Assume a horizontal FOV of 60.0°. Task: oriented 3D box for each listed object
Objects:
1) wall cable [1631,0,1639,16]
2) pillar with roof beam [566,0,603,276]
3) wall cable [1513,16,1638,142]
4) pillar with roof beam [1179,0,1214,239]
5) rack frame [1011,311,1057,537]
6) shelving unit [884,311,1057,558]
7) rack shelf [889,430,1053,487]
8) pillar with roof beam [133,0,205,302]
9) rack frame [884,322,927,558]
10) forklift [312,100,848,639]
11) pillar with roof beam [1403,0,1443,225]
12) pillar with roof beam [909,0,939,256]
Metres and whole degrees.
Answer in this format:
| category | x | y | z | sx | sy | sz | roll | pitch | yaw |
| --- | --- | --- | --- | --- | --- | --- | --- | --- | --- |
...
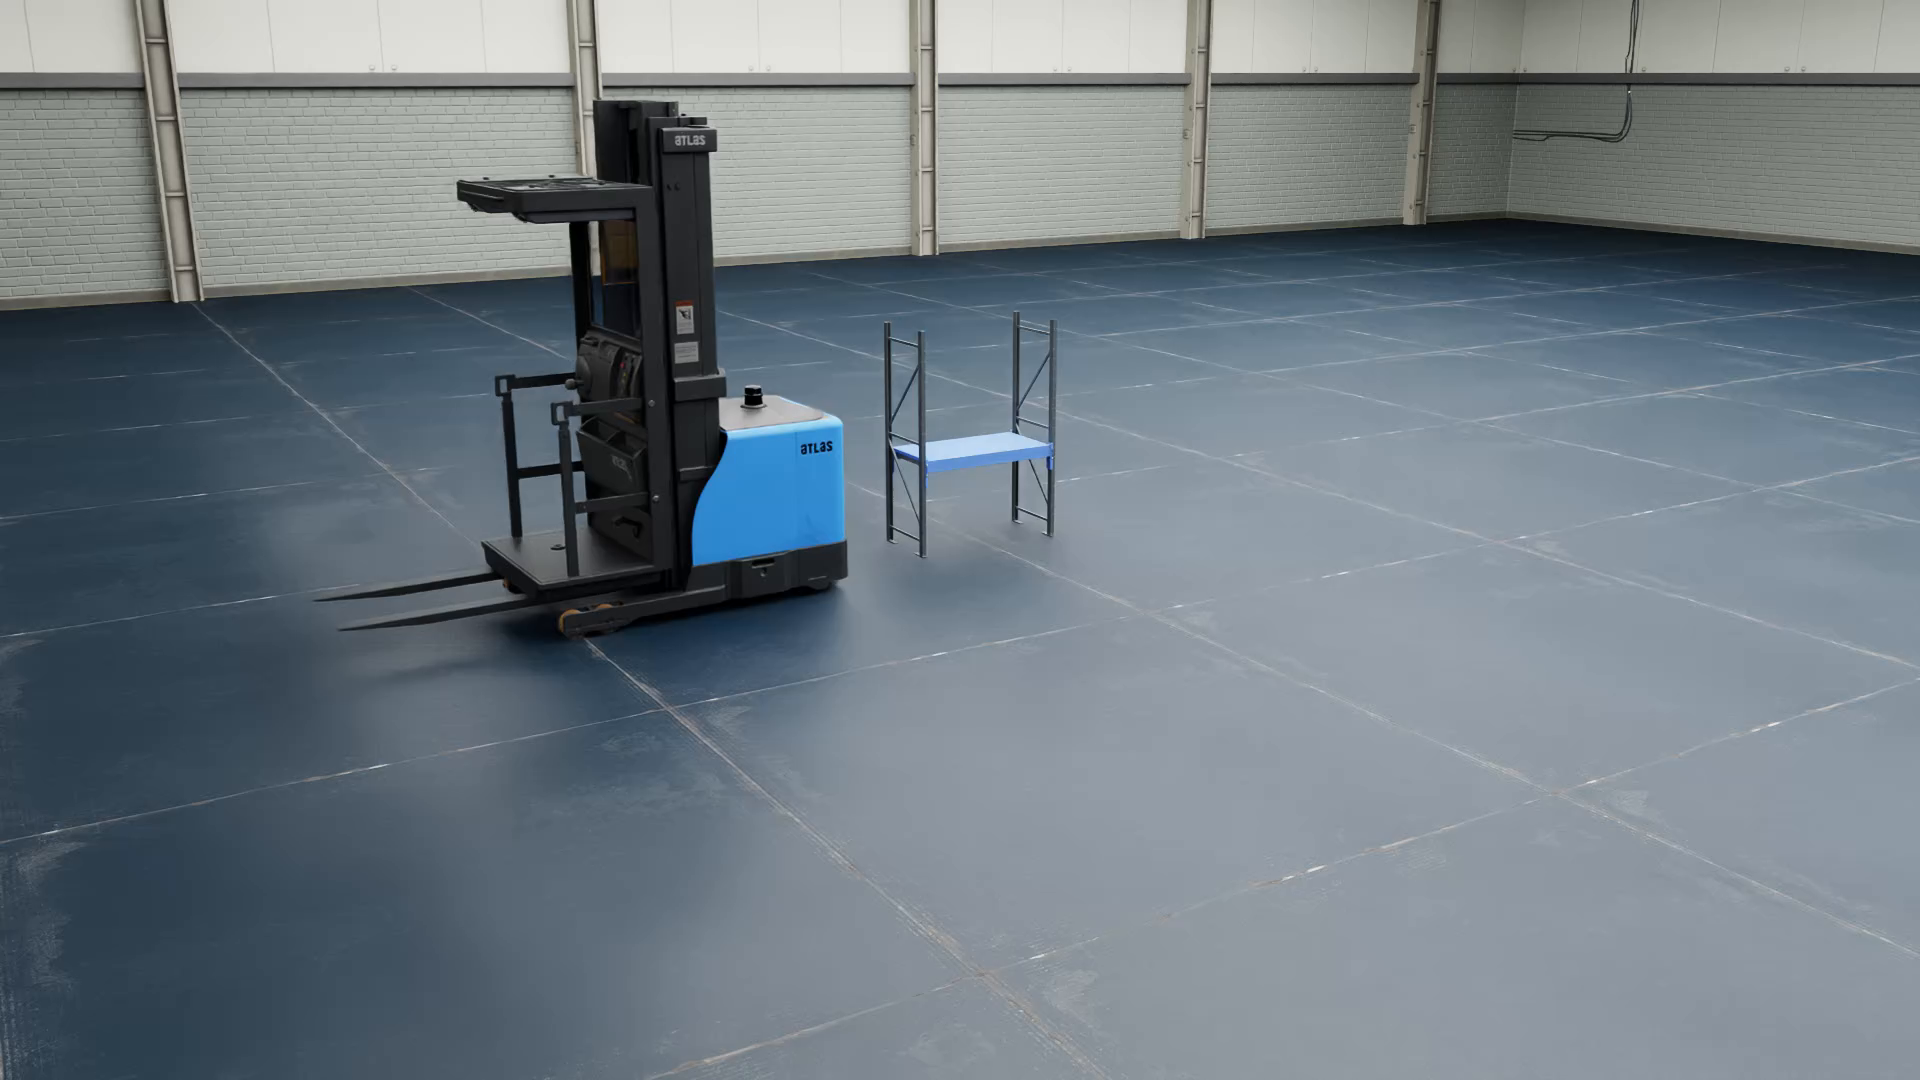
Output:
| category | x | y | z | sx | sy | sz | roll | pitch | yaw |
| --- | --- | --- | --- | --- | --- | --- | --- | --- | --- |
| wall cable | 14.263 | -11.471 | 32.054 | 0.112 | 2.526 | 3.097 | -9 | 18 | -30 |
| pillar with roof beam | -3.549 | -7.558 | 21.701 | 0.400 | 9.000 | 9.100 | -9 | 18 | -30 |
| wall cable | 12.870 | -9.665 | 34.968 | 0.112 | 2.526 | 3.097 | -9 | 18 | -30 |
| pillar with roof beam | 6.738 | -9.226 | 27.651 | 0.400 | 9.000 | 9.100 | -9 | 18 | -30 |
| rack frame | 0.509 | -0.805 | 11.502 | 0.032 | 1.500 | 0.500 | -9 | 18 | -30 |
| shelving unit | 0.073 | -0.734 | 11.250 | 1.048 | 1.500 | 0.538 | -9 | 18 | -30 |
| rack shelf | 0.073 | -0.561 | 11.298 | 1.000 | 0.185 | 0.538 | -9 | 18 | -30 |
| pillar with roof beam | -8.692 | -6.724 | 18.725 | 0.400 | 9.000 | 9.100 | -9 | 18 | -30 |
| rack frame | -0.363 | -0.663 | 10.998 | 0.032 | 1.500 | 0.500 | -9 | 18 | -30 |
| forklift | -2.216 | -1.012 | 9.590 | 3.031 | 2.935 | 1.130 | -10 | 18 | -31 |
| pillar with roof beam | 11.881 | -10.060 | 30.627 | 0.400 | 9.000 | 9.100 | -9 | 18 | -30 |
| pillar with roof beam | 1.595 | -8.392 | 24.676 | 0.400 | 9.000 | 9.100 | -9 | 18 | -30 |
